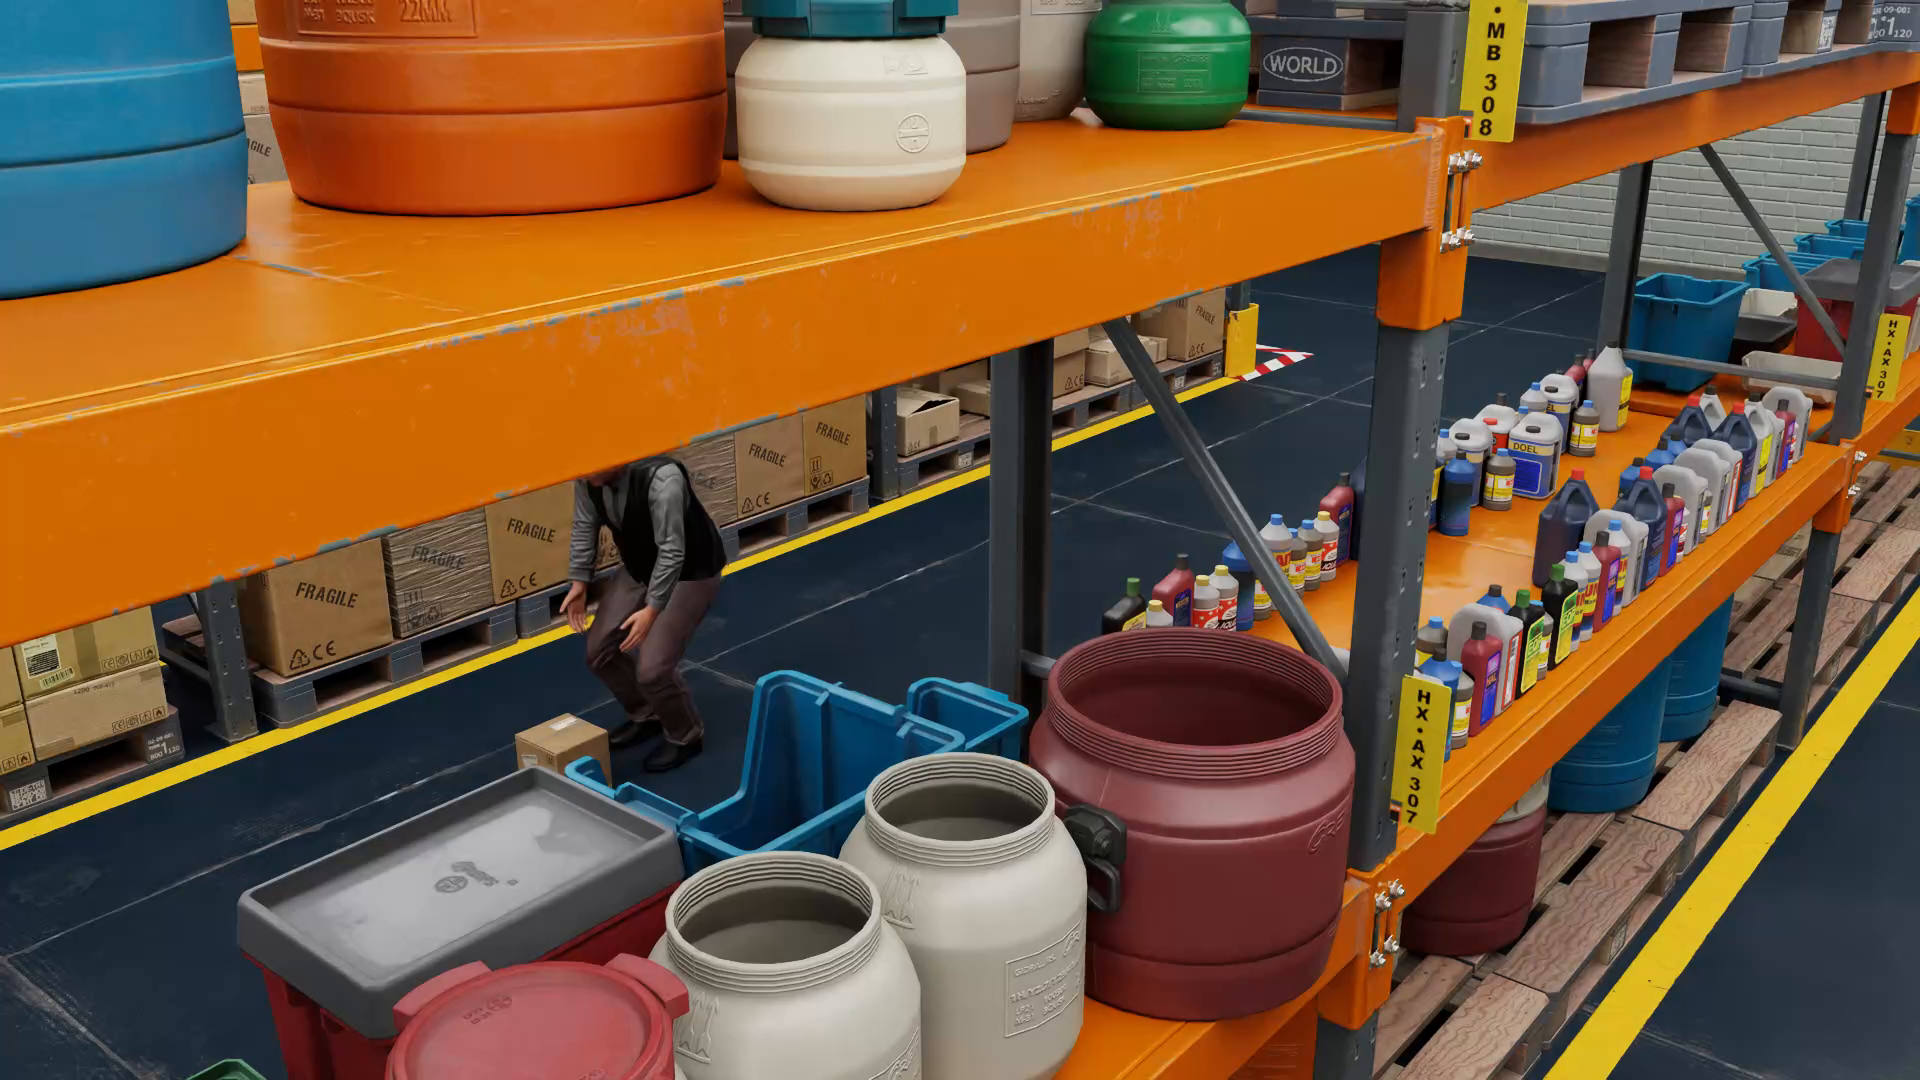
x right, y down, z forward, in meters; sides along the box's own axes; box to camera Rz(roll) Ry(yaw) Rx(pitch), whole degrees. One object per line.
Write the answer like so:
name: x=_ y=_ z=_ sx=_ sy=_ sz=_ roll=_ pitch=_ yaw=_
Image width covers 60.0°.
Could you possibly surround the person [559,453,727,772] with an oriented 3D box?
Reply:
person: x=-1.220 y=0.178 z=6.513 sx=0.590 sy=1.461 sz=0.670 roll=16 pitch=25 yaw=37
